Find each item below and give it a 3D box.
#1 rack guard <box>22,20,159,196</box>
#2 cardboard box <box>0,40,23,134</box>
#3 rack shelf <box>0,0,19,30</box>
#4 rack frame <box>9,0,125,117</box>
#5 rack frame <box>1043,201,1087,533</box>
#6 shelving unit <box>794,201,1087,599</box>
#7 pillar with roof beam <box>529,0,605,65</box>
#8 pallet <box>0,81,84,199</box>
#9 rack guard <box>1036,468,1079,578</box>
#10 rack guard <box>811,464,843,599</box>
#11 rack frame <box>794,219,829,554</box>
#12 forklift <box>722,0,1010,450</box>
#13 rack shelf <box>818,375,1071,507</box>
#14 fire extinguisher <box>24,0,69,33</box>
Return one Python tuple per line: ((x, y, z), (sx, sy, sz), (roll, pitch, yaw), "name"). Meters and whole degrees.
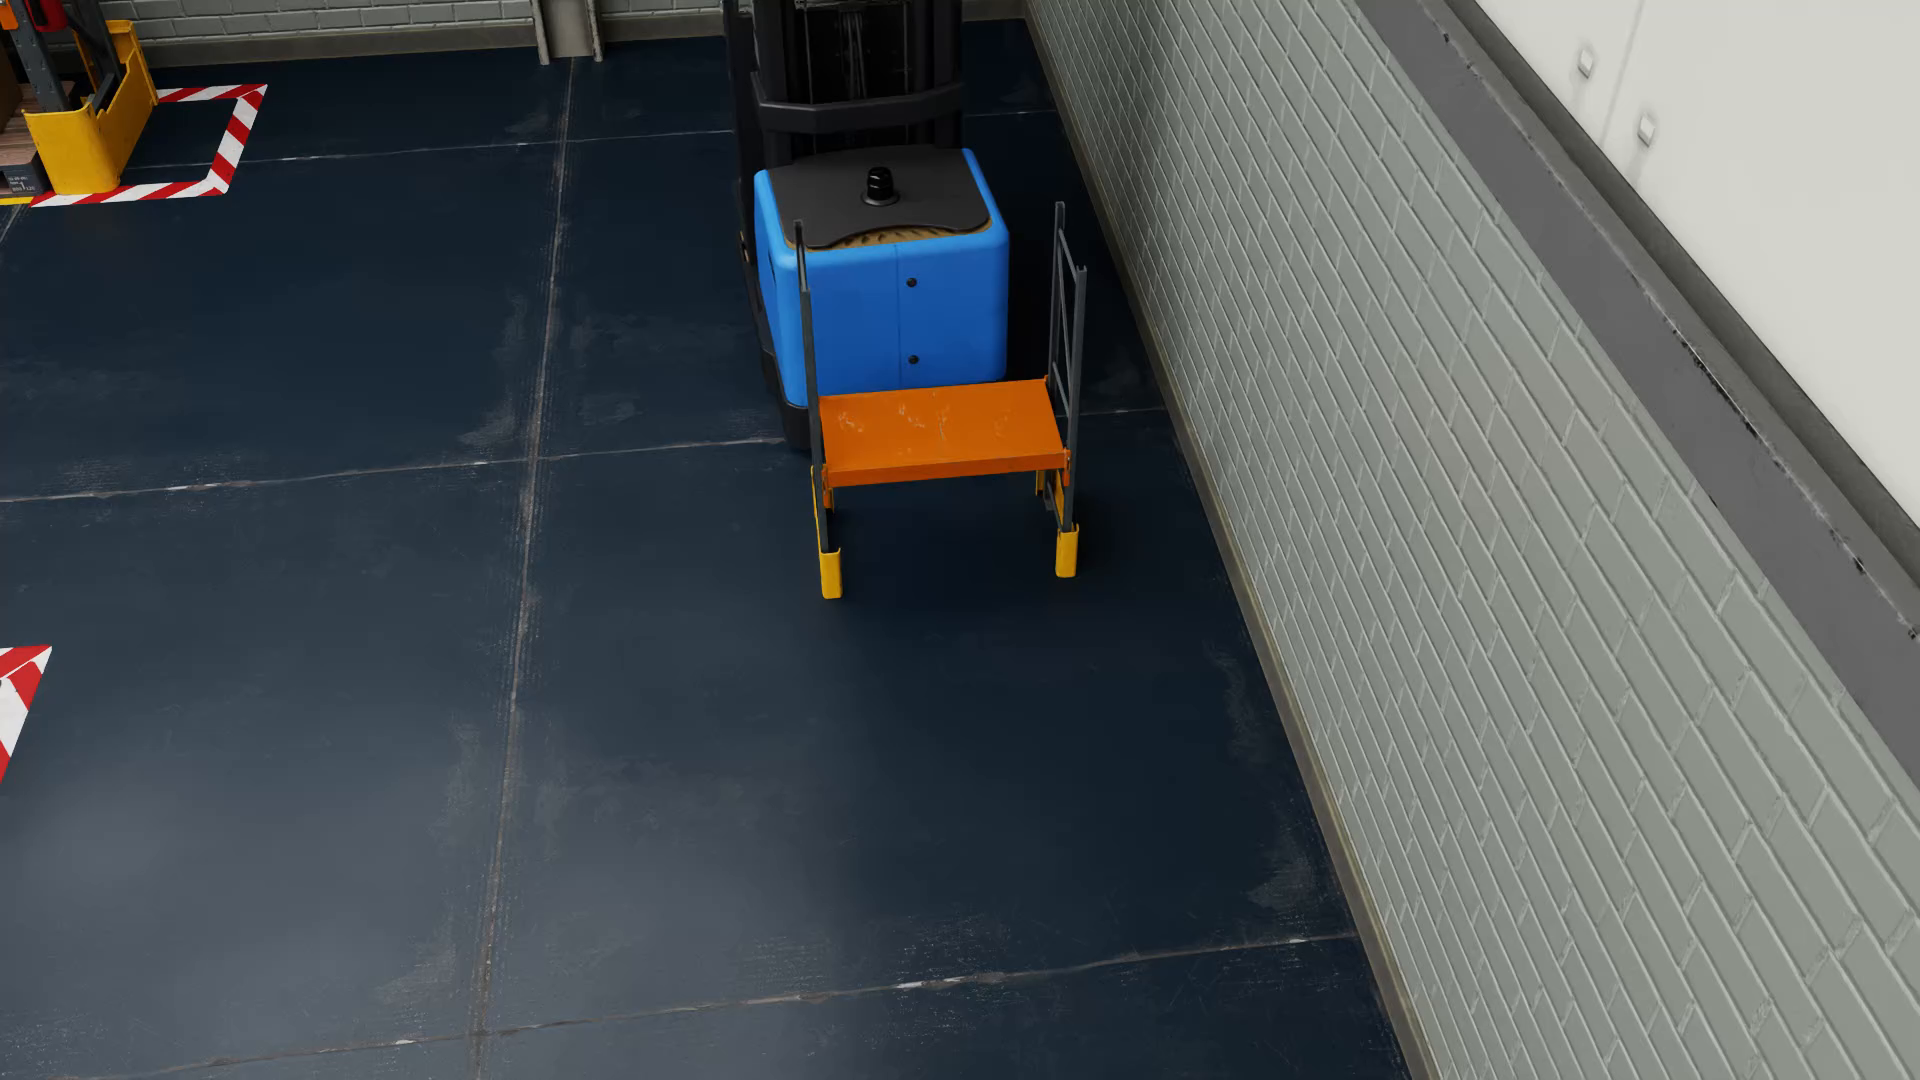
((-5.041, -2.533, 9.685), (0.348, 0.500, 1.175), (-5, 42, -6), "rack guard")
((-5.745, -2.559, 9.401), (0.500, 0.500, 0.700), (-5, 42, -6), "cardboard box")
((-7.047, -3.018, 8.894), (4.000, 0.370, 1.077), (-5, 42, -6), "rack shelf")
((-5.064, -3.459, 8.845), (0.127, 3.000, 1.000), (-5, 42, -6), "rack frame")
((0.419, -0.594, 6.788), (0.032, 1.500, 0.500), (-5, 42, -6), "rack frame")
((-0.076, -0.550, 6.740), (1.083, 1.500, 0.587), (-5, 42, -6), "shelving unit")
((-1.941, -3.636, 4.563), (0.400, 9.000, 9.100), (-5, 42, -6), "pillar with roof beam")
((-5.847, -2.302, 9.645), (1.213, 0.211, 1.003), (-5, 42, -6), "pallet")
((0.418, -0.129, 7.207), (0.087, 0.250, 0.587), (-5, 42, -6), "rack guard")
((-0.569, -0.043, 7.111), (0.087, 0.250, 0.587), (-5, 42, -6), "rack guard")
((-0.589, -0.505, 6.691), (0.032, 1.500, 0.500), (-5, 42, -6), "rack frame")
((-0.584, -2.496, 7.829), (1.130, 2.935, 3.031), (-8, 43, -9), "forklift")
((-0.085, -0.416, 6.860), (1.000, 0.185, 0.538), (-5, 42, -6), "rack shelf")
((-4.855, -2.998, 8.671), (0.183, 0.674, 0.296), (-5, 42, -6), "fire extinguisher")
